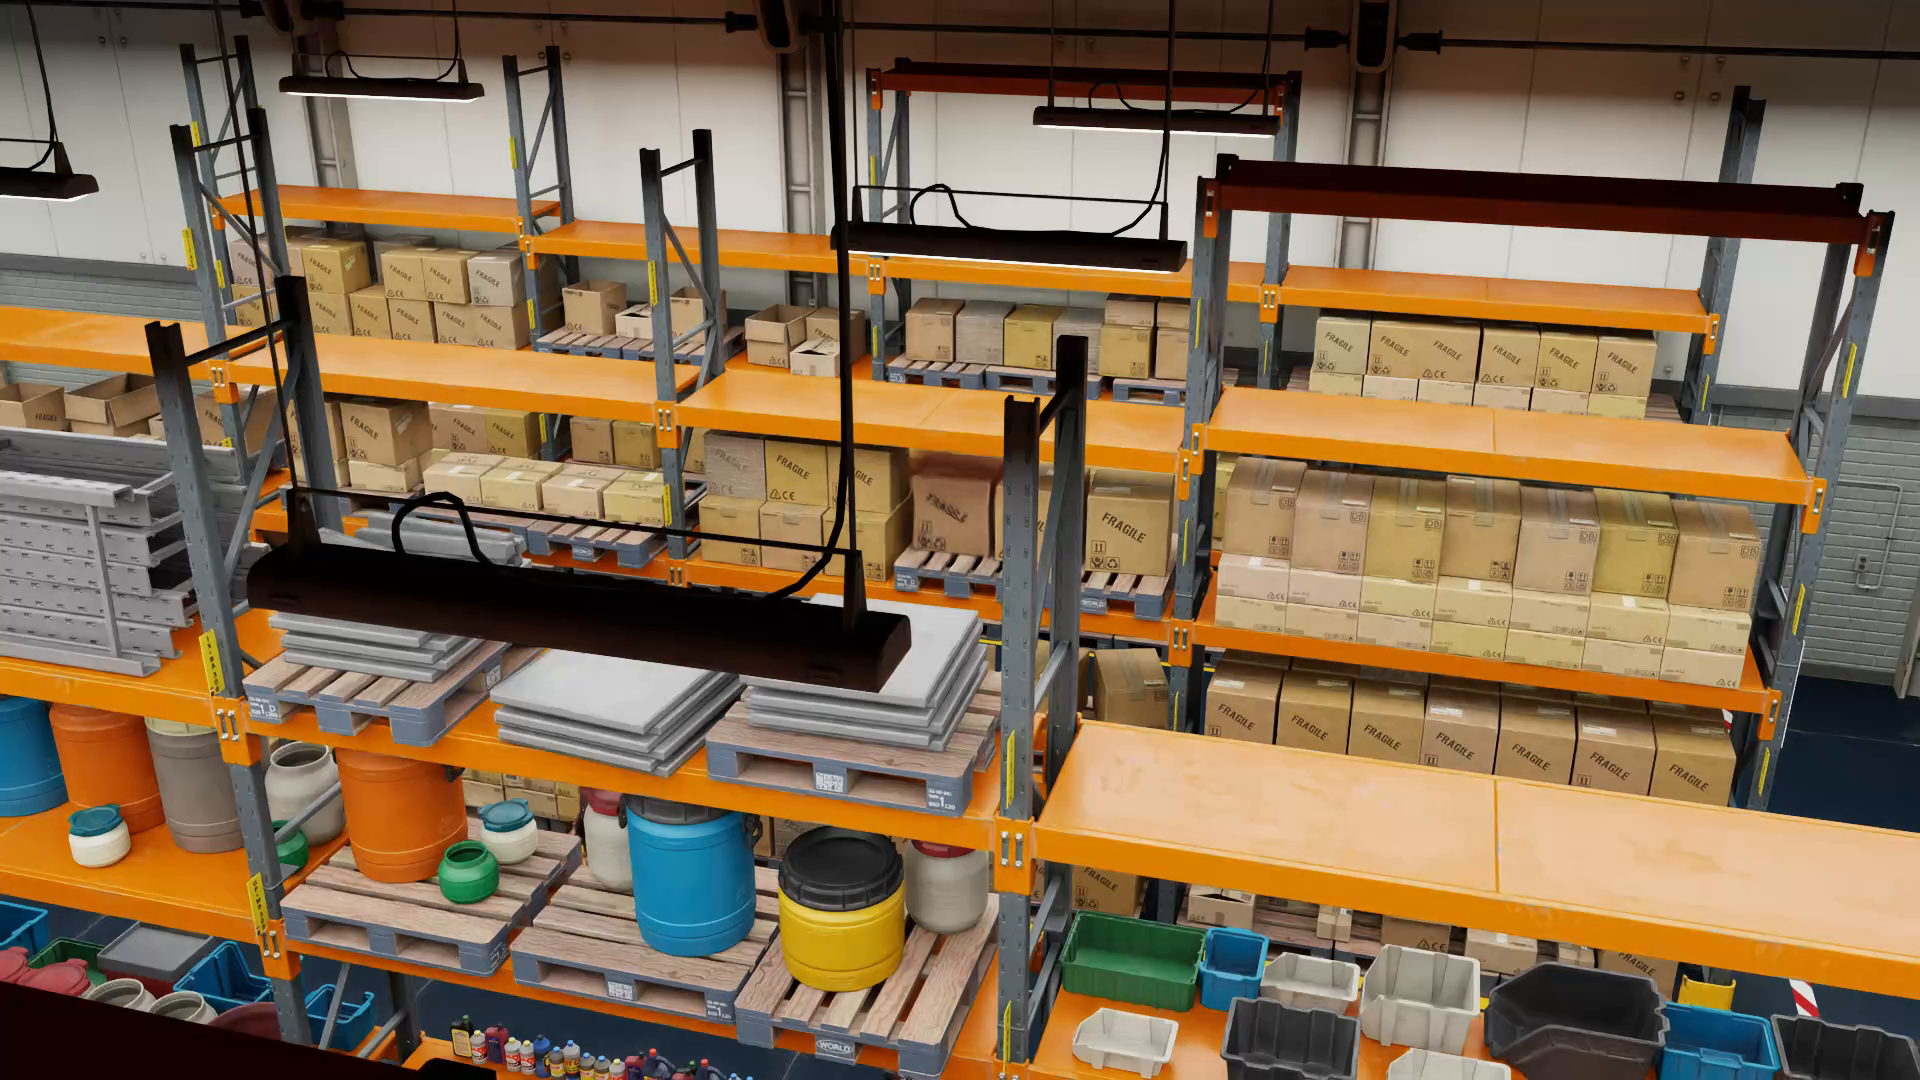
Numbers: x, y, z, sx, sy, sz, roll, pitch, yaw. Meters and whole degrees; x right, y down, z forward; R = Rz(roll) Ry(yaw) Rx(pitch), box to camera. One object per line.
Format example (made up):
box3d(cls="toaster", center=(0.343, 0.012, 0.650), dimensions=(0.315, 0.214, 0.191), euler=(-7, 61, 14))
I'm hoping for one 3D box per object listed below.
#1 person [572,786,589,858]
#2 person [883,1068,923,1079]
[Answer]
box3d(cls="person", center=(-2.659, 2.239, 12.906), dimensions=(0.865, 1.669, 0.616), euler=(13, 26, 29))
box3d(cls="person", center=(-0.222, 3.172, 10.949), dimensions=(0.620, 1.687, 0.729), euler=(10, 25, 23))
